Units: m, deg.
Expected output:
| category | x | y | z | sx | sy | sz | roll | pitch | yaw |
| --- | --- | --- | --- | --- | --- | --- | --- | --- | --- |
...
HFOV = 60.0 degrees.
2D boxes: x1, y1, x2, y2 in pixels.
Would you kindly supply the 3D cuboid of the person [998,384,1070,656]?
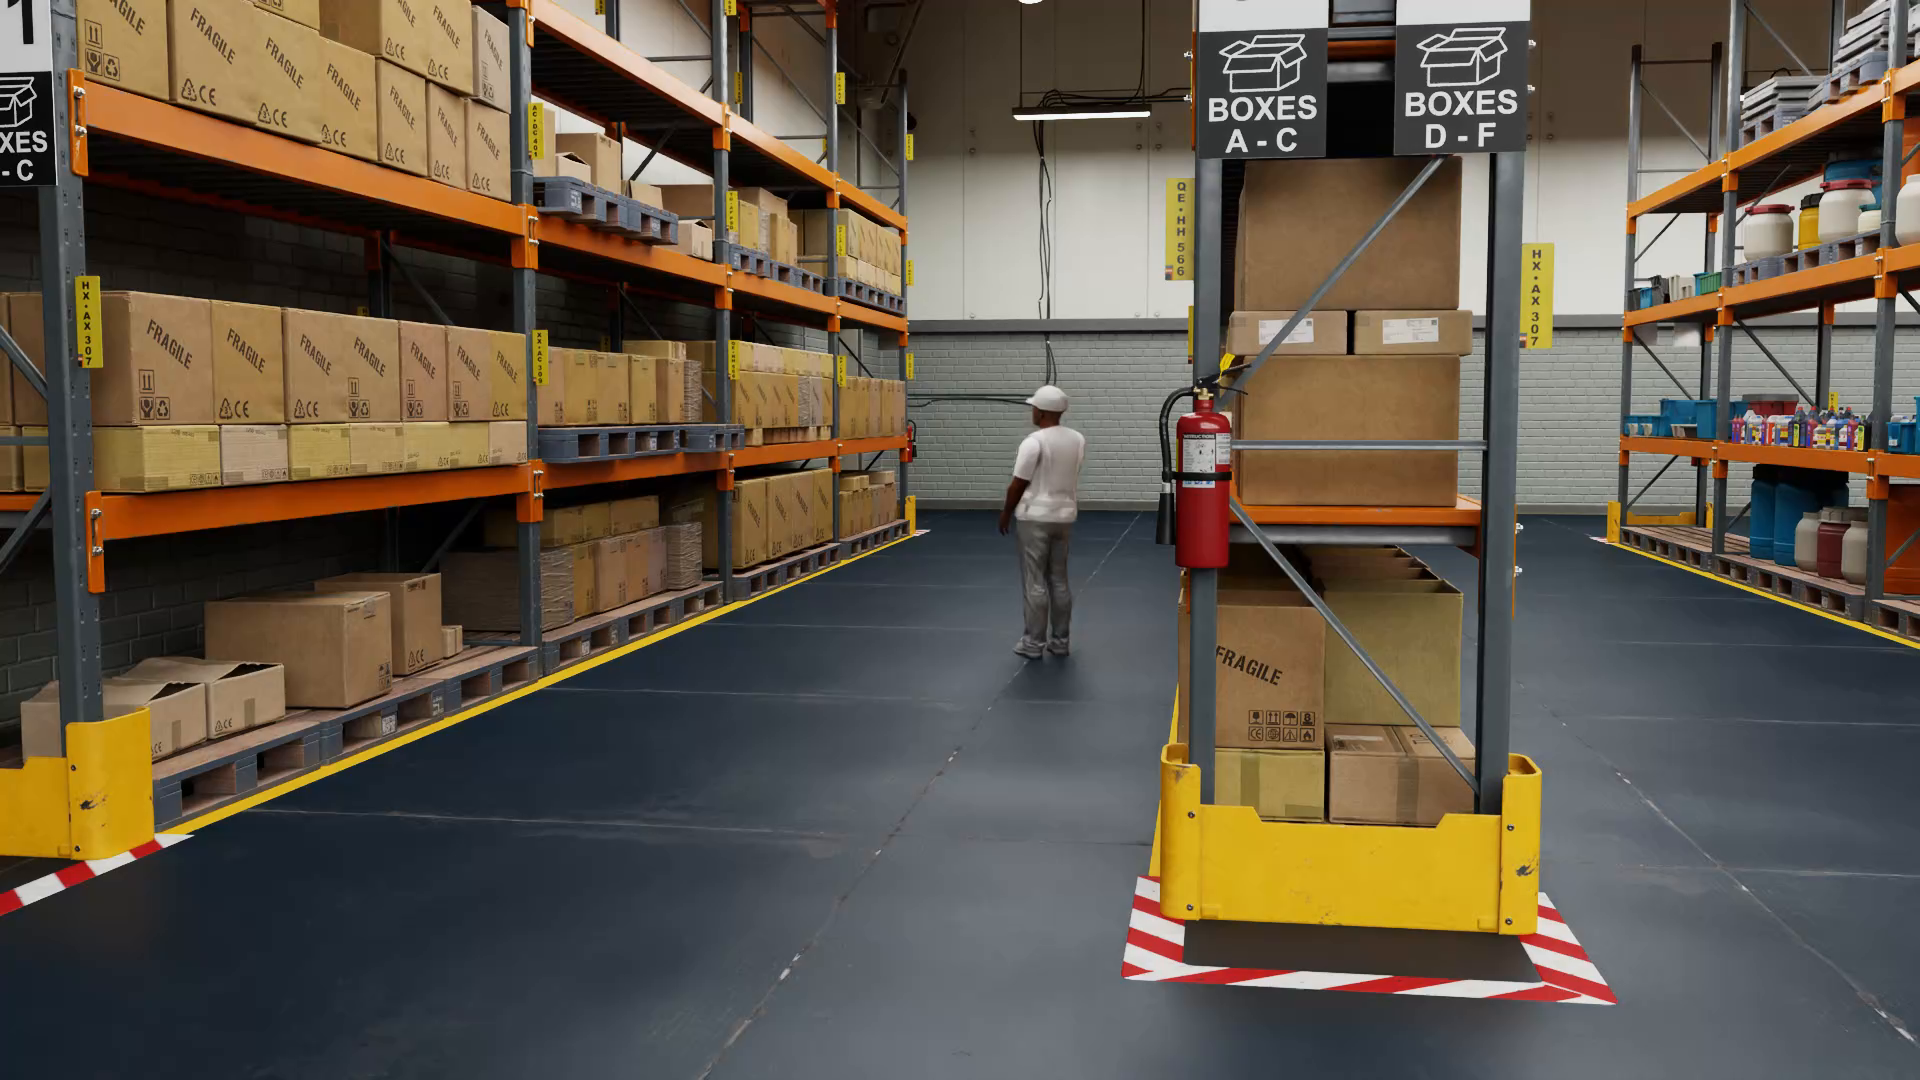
| category | x | y | z | sx | sy | sz | roll | pitch | yaw |
| --- | --- | --- | --- | --- | --- | --- | --- | --- | --- |
| person | 0.486 | -0.136 | 10.909 | 0.467 | 1.771 | 0.586 | 0 | 4 | 0 |
